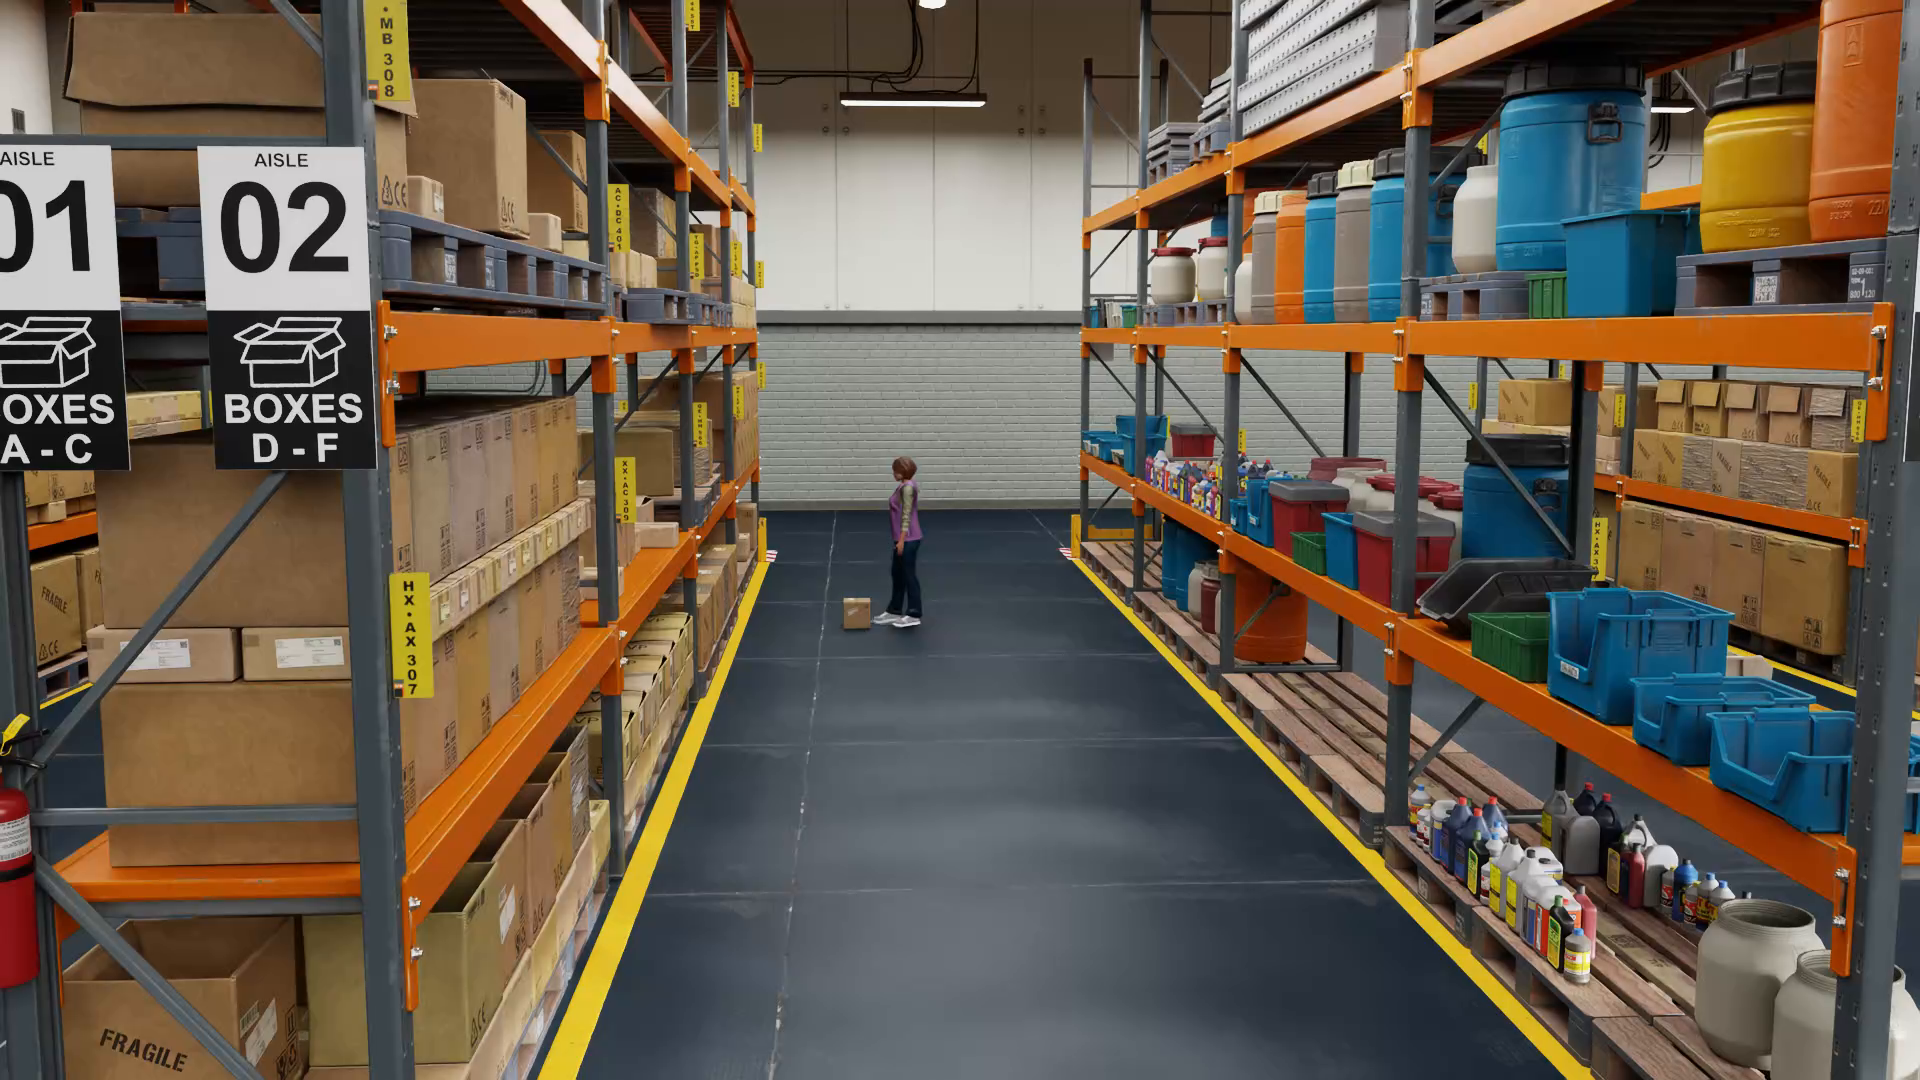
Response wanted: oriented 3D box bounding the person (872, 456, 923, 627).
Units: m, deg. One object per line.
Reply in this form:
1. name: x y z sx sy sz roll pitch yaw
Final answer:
1. person: -0.586 0.015 15.609 0.485 1.599 0.445 0 7 -3
